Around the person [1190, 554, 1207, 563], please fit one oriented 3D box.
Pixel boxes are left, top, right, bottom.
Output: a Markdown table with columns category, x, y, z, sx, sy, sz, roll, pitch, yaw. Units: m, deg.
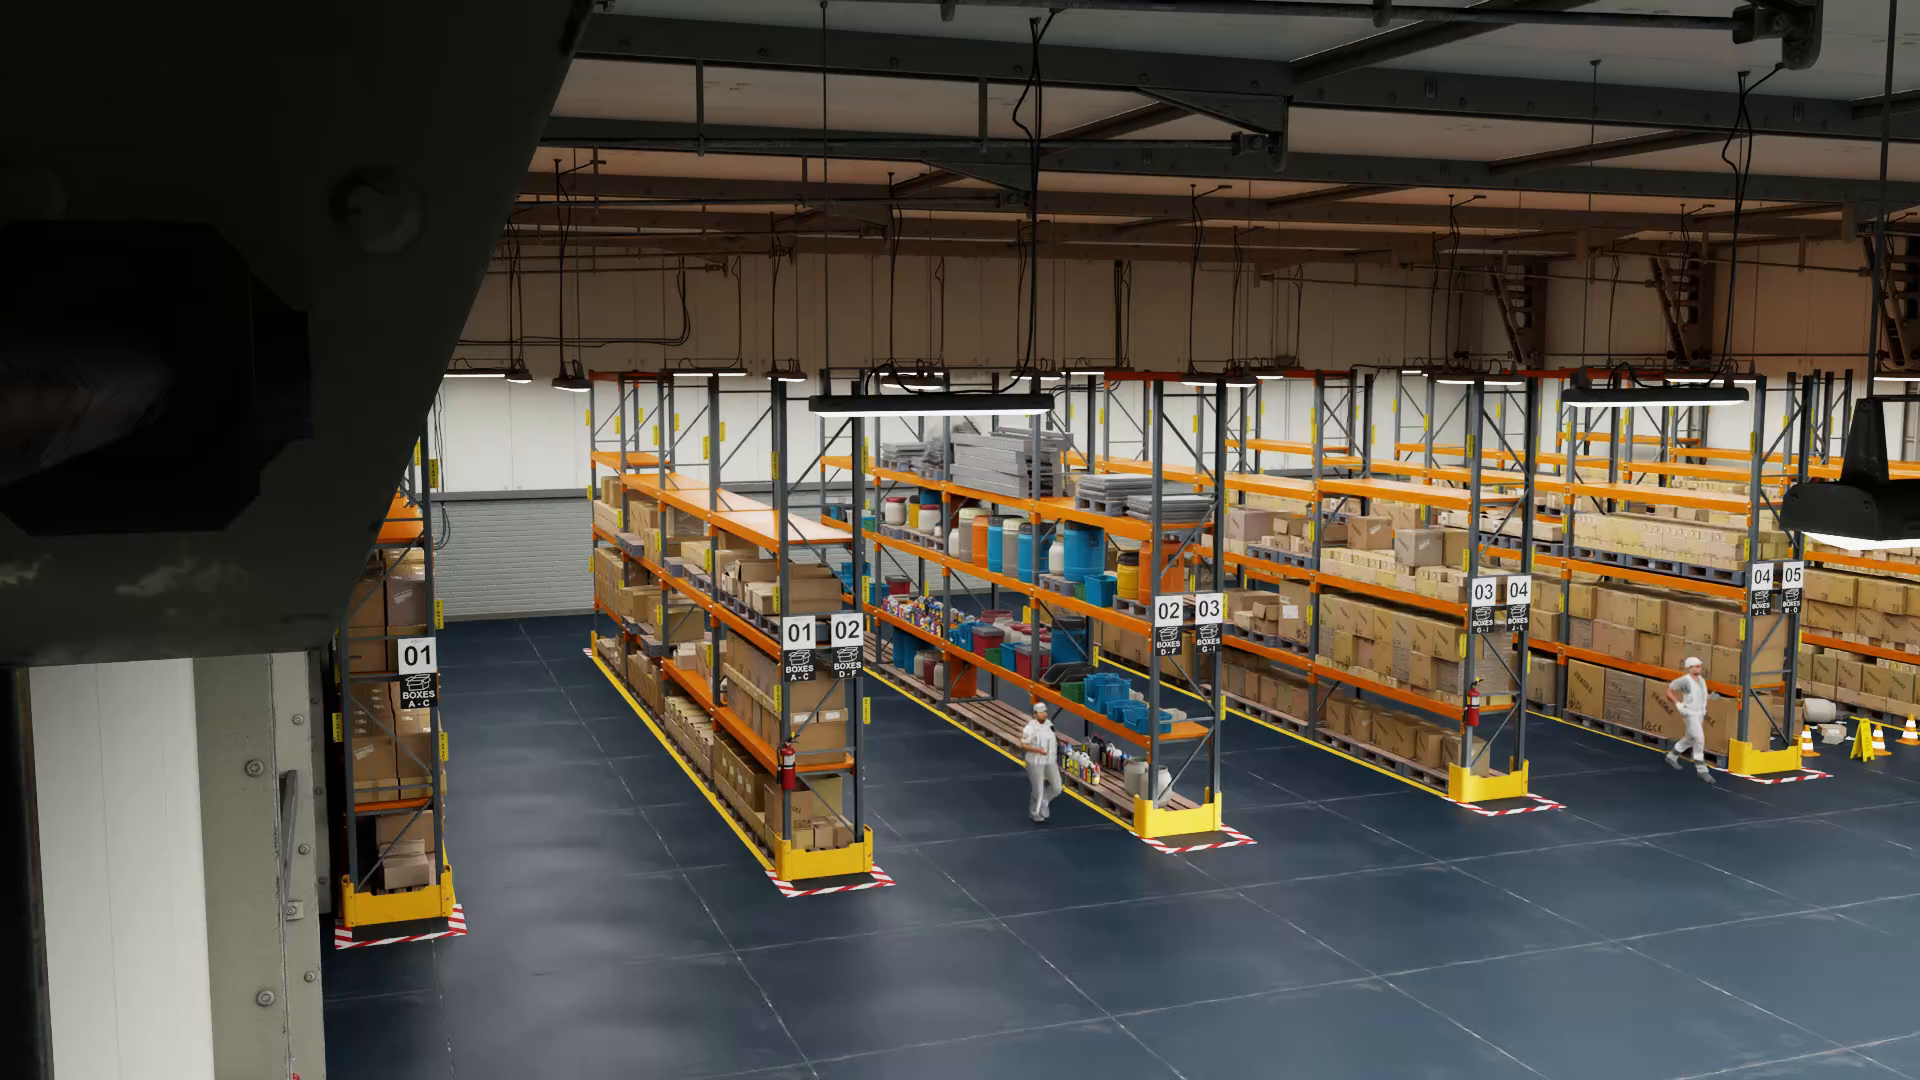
| category | x | y | z | sx | sy | sz | roll | pitch | yaw |
| --- | --- | --- | --- | --- | --- | --- | --- | --- | --- |
| person | 5.791 | 0.945 | 40.748 | 0.856 | 1.682 | 0.701 | -4 | 8 | -34 |

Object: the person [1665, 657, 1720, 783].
| category | x | y | z | sx | sy | sz | roll | pitch | yaw |
| --- | --- | --- | --- | --- | --- | --- | --- | --- | --- |
| person | 10.954 | 2.644 | 24.848 | 0.647 | 1.809 | 0.878 | -5 | 8 | -36 |

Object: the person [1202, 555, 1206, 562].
| category | x | y | z | sx | sy | sz | roll | pitch | yaw |
| --- | --- | --- | --- | --- | --- | --- | --- | --- | --- |
| person | 5.568 | 1.194 | 38.576 | 0.661 | 1.766 | 0.678 | -2 | 7 | -21 |

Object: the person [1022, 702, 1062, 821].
| category | x | y | z | sx | sy | sz | roll | pitch | yaw |
| --- | --- | --- | --- | --- | --- | --- | --- | --- | --- |
| person | 1.139 | 3.009 | 22.476 | 0.593 | 1.623 | 0.554 | -3 | 7 | -28 |
